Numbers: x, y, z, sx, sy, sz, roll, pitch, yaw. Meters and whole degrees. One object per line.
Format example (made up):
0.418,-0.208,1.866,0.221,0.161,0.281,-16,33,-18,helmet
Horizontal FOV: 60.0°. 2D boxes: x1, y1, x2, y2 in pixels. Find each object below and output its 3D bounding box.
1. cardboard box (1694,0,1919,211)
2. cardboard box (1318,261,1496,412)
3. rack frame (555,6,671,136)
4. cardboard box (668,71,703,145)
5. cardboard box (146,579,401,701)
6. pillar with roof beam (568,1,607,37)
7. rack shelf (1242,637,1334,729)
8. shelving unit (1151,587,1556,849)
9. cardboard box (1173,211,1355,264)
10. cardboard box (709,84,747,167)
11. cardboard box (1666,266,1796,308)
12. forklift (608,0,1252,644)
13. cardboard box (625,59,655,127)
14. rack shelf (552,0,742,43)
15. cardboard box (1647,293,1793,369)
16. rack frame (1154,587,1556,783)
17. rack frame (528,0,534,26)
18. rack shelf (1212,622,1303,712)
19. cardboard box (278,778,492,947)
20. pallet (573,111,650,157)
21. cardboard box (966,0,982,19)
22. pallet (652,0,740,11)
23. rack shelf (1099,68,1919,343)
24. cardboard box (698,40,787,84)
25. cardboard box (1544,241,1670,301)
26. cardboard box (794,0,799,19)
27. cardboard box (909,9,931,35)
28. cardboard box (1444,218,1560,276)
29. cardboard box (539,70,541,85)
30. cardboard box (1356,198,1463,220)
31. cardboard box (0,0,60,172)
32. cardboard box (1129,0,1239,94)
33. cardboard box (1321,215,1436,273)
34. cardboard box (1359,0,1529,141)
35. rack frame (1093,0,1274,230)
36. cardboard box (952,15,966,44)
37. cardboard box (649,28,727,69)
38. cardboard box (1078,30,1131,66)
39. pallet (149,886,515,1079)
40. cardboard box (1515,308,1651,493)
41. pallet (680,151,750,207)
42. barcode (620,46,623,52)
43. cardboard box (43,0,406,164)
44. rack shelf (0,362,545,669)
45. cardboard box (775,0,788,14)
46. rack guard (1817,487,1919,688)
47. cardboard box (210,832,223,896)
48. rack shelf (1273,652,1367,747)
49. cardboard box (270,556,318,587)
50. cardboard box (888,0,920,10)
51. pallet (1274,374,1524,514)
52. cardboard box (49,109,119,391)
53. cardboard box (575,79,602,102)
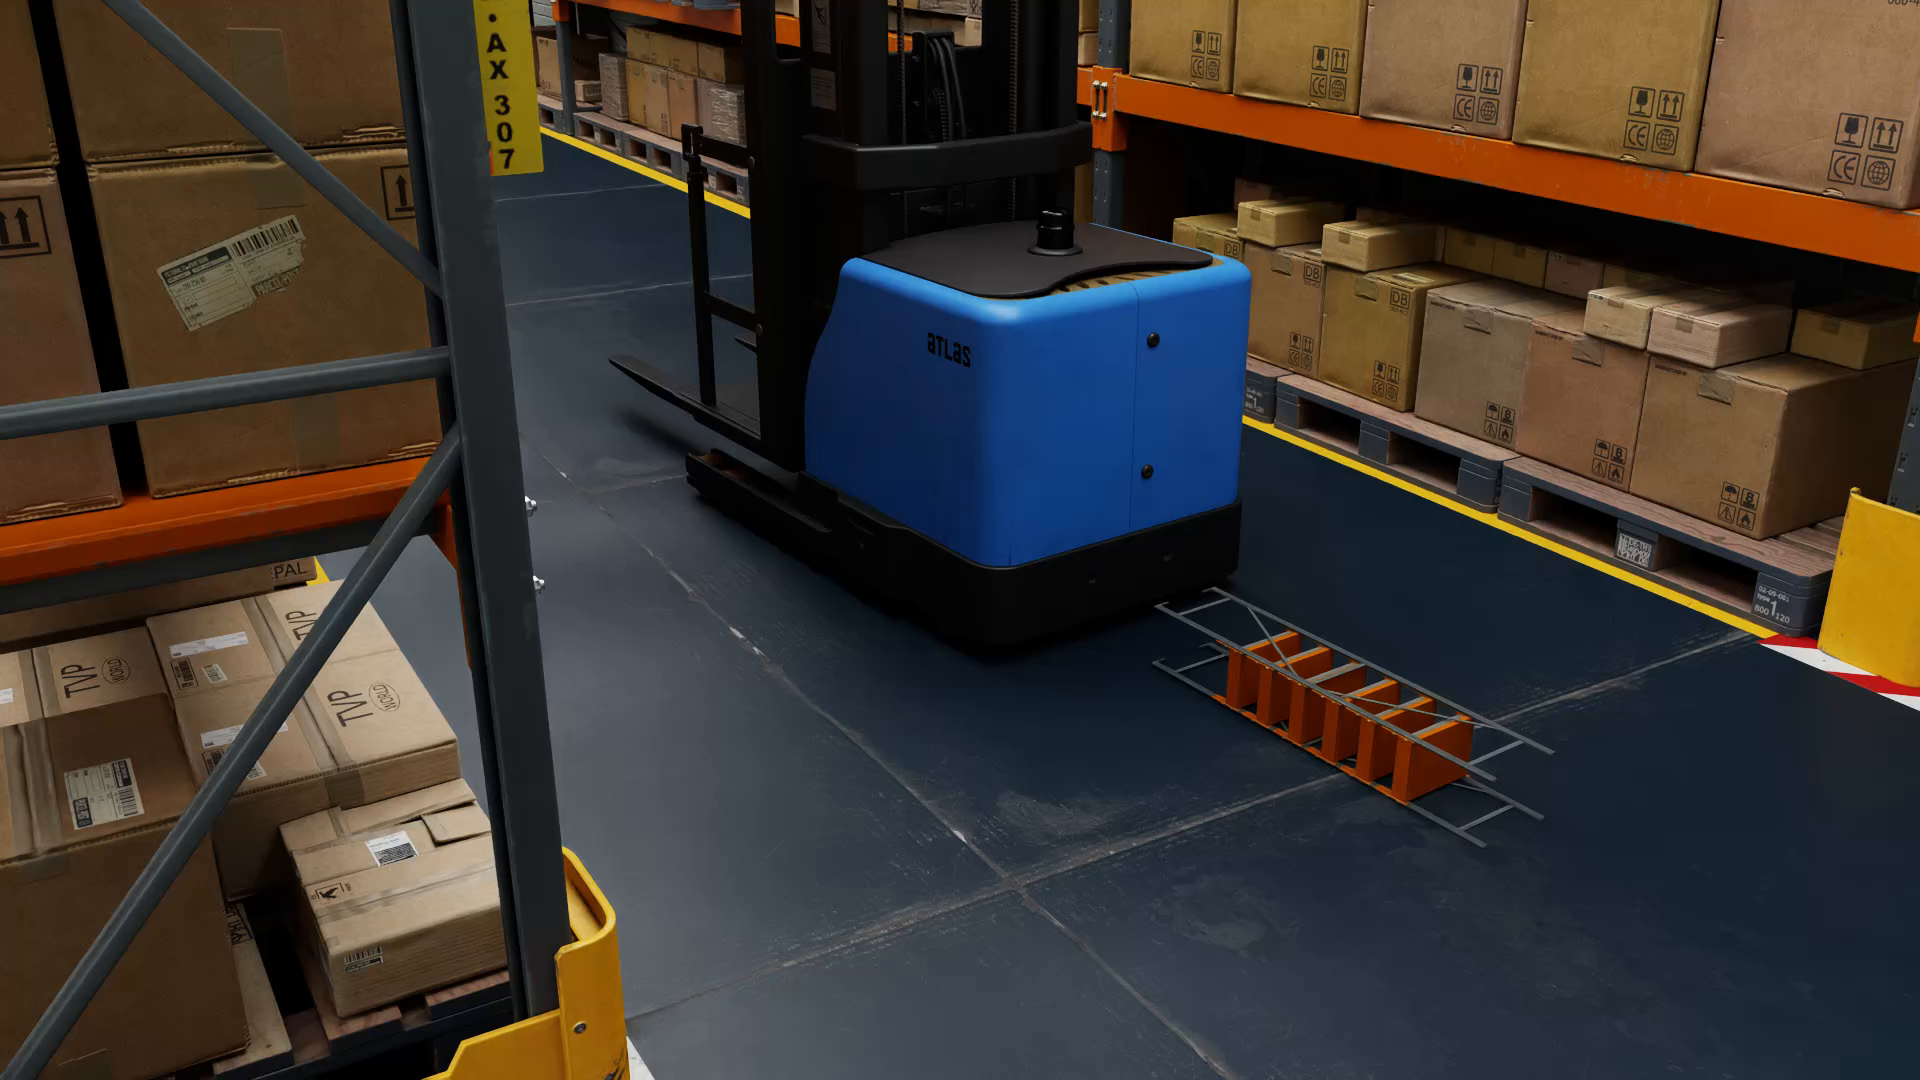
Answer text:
2.867,-1.433,4.956,0.980,0.700,0.700,-11,25,-26,cardboard box
1.900,-0.871,6.733,0.700,0.500,0.500,-12,25,-27,cardboard box
-2.994,-5.016,14.168,1.000,3.000,0.127,-13,25,-28,rack frame
-1.805,-3.334,12.767,0.700,0.500,0.500,-13,25,-29,cardboard box
-1.666,0.338,4.063,0.500,0.250,0.500,-13,25,-28,cardboard box
-7.637,-8.202,14.039,9.100,9.000,0.400,-13,25,-28,pillar with roof beam
0.910,0.389,4.592,0.258,0.180,0.103,-15,27,-32,rack shelf
1.005,0.440,4.468,0.258,0.189,1.200,-15,27,-32,shelving unit
1.386,-1.201,7.544,0.700,0.500,0.500,-12,25,-28,cardboard box
-1.364,-2.990,11.919,0.700,0.500,0.500,-12,25,-27,cardboard box
2.668,-0.838,5.789,0.380,0.149,0.250,-13,25,-28,cardboard box
-0.362,-1.548,5.729,1.130,2.935,3.031,-15,27,-33,forklift
-2.297,-3.669,13.590,0.700,0.500,0.500,-13,26,-29,cardboard box
-1.973,-4.035,12.711,1.077,0.370,4.000,-13,25,-28,rack shelf
2.470,-0.682,5.407,0.380,0.149,0.250,-13,25,-29,cardboard box
1.005,0.356,4.433,0.240,0.006,1.200,-15,27,-32,rack frame
-5.037,-6.311,17.354,1.000,3.000,0.127,-13,25,-28,rack frame
0.841,0.351,4.683,0.258,0.180,0.103,-15,27,-32,rack shelf
-1.167,0.649,3.410,0.380,0.166,0.250,-13,25,-28,cardboard box
-2.595,-3.472,14.074,1.003,0.211,1.213,-13,25,-28,pallet
0.371,-2.884,8.368,0.500,0.500,0.500,-12,25,-28,cardboard box
-1.406,-3.842,11.536,1.213,0.211,1.003,-13,25,-28,pallet
2.114,-1.445,6.339,1.077,0.370,4.000,-13,25,-28,rack shelf
-1.601,-3.534,12.261,0.500,0.250,0.500,-12,25,-27,cardboard box
2.410,-1.001,6.191,0.380,0.149,0.250,-12,25,-27,cardboard box
-0.798,-3.277,10.198,0.380,0.149,0.250,-12,25,-27,cardboard box
-0.061,-2.882,9.225,0.380,0.149,0.250,-12,25,-27,cardboard box
2.150,-1.166,6.597,0.380,0.149,0.250,-13,26,-29,cardboard box
-3.794,-4.421,15.905,0.380,0.149,0.250,-15,26,-32,cardboard box
1.889,-1.331,7.003,0.380,0.149,0.250,-14,26,-30,cardboard box
-1.585,-0.778,2.281,0.500,0.500,0.500,-13,25,-29,cardboard box
1.355,-2.386,7.301,0.980,0.700,0.700,-12,25,-27,cardboard box
1.671,-1.187,6.647,0.380,0.149,0.250,-13,26,-30,cardboard box
2.104,-1.915,6.142,0.980,0.700,0.700,-14,26,-31,cardboard box
1.092,-2.426,7.797,1.000,3.000,0.127,-13,25,-28,rack frame
0.180,-2.710,8.802,0.380,0.149,0.250,-13,25,-28,cardboard box
-2.107,-3.864,13.075,0.500,0.250,0.500,-13,26,-30,cardboard box
0.676,-2.374,7.976,0.380,0.149,0.250,-12,25,-28,cardboard box
-1.568,0.832,3.484,1.003,0.211,1.213,-13,25,-28,pallet
2.436,-0.537,5.911,0.700,0.500,0.500,-13,25,-28,cardboard box
-1.349,-2.682,12.131,1.003,0.211,1.213,-13,25,-28,pallet
-3.064,-4.431,15.039,0.001,0.075,0.075,-13,25,-28,barcode
-1.121,-0.881,2.535,0.500,0.500,0.500,-12,25,-27,cardboard box
-2.143,-0.491,3.992,1.077,0.370,4.000,-13,25,-28,rack shelf
-0.982,-3.463,10.654,0.380,0.149,0.250,-13,26,-29,cardboard box
3.148,0.034,5.063,1.175,0.500,0.348,-13,25,-28,rack guard
-1.740,0.654,3.396,0.380,0.166,0.250,-13,25,-28,cardboard box
0.979,0.426,4.502,0.258,0.180,0.103,-15,27,-32,rack shelf
-2.246,-0.058,4.956,0.500,0.311,0.500,-13,25,-28,cardboard box
-0.138,-3.209,9.168,0.500,0.500,0.500,-12,25,-27,cardboard box
2.041,-0.478,6.707,1.003,0.211,1.213,-13,25,-28,pallet
-1.389,-0.584,3.132,0.500,0.500,0.500,-13,25,-29,cardboard box
-3.293,-4.074,15.031,0.380,0.166,0.250,-17,27,-35,cardboard box
